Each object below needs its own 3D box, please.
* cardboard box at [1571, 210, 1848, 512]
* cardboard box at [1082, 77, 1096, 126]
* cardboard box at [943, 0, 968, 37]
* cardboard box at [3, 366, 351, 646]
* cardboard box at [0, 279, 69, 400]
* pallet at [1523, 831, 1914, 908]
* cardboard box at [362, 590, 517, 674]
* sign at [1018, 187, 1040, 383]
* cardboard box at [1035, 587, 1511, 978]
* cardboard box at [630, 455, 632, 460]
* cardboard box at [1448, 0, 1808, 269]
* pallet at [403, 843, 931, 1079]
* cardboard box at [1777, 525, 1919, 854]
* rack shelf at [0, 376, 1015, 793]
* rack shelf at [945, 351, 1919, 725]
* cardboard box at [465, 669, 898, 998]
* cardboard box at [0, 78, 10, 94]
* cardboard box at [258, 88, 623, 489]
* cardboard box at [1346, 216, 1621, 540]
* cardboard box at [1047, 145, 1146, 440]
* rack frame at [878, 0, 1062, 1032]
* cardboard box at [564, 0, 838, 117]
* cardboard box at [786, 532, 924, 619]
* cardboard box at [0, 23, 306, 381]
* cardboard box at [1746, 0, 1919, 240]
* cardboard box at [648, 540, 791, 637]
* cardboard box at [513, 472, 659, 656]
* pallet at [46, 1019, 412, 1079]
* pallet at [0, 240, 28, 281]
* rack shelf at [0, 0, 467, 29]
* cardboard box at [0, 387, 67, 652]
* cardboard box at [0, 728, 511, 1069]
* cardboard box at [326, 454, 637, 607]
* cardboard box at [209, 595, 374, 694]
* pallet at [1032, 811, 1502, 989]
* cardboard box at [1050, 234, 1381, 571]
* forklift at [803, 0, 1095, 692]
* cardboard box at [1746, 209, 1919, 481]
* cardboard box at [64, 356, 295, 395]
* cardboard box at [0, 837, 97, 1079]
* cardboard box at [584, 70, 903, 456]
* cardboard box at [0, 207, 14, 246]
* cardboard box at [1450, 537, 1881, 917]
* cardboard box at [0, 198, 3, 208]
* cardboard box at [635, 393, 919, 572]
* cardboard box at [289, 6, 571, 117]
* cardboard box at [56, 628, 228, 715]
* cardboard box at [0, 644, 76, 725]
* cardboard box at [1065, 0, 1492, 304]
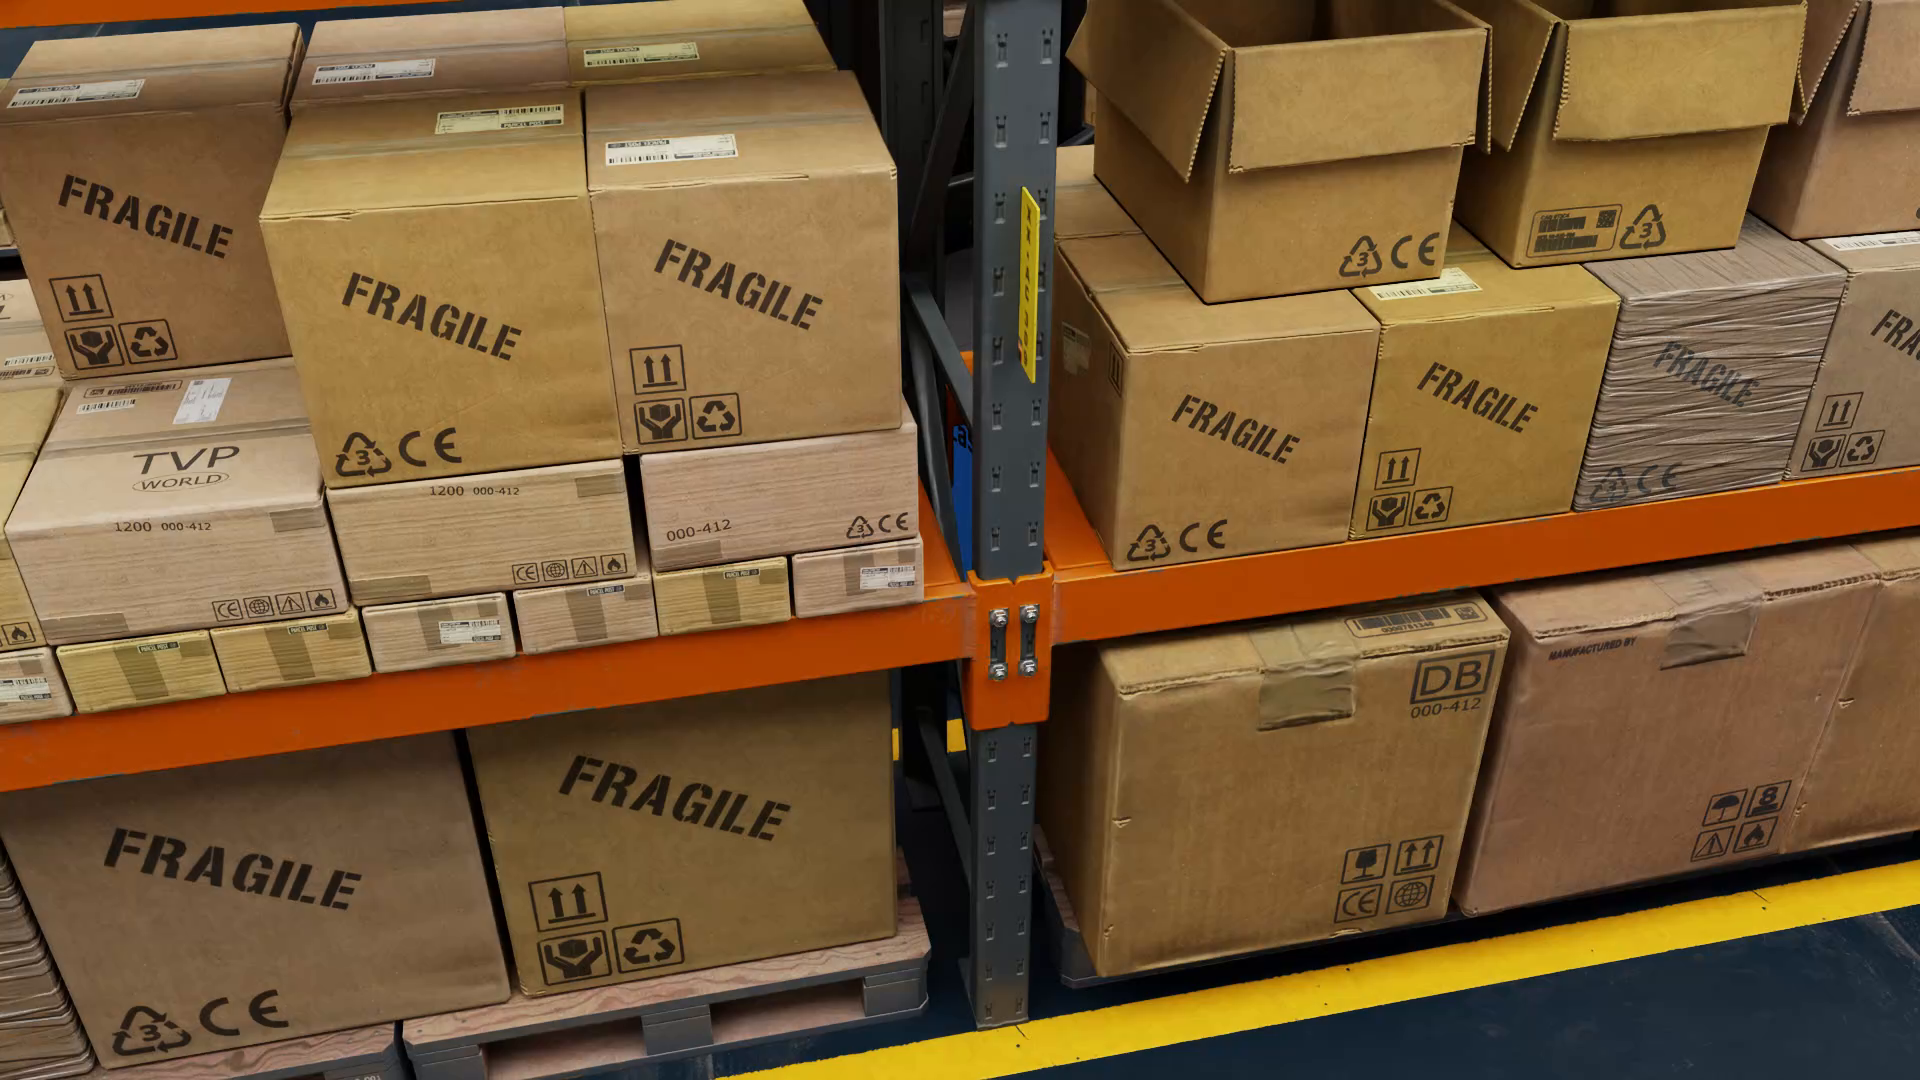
[{"bbox_3d":[1.476,-0.430,3.609,0.500,0.500,0.500,-8,35,-12],"label":"cardboard box"},{"bbox_3d":[0.801,-2.273,8.311,0.500,0.500,0.500,-7,34,-10],"label":"cardboard box"},{"bbox_3d":[-0.223,-2.447,7.898,0.500,0.250,0.500,-9,35,-13],"label":"cardboard box"},{"bbox_3d":[-1.381,-0.080,3.046,0.500,0.250,0.500,-7,34,-10],"label":"cardboard box"},{"bbox_3d":[-1.995,-0.308,3.385,0.500,0.250,0.500,-7,35,-10],"label":"cardboard box"},{"bbox_3d":[1.922,0.526,4.776,1.213,0.211,1.003,-7,35,-11],"label":"pallet"},{"bbox_3d":[-0.984,0.071,3.178,0.250,0.149,0.380,-7,34,-10],"label":"cardboard box"},{"bbox_3d":[0.118,-0.435,2.858,0.005,0.325,0.100,-7,35,-11],"label":"sign"},{"bbox_3d":[0.614,0.274,4.179,0.875,0.875,1.225,-7,35,-10],"label":"cardboard box"},{"bbox_3d":[-0.881,-0.319,3.759,0.250,0.149,0.380,-6,34,-9],"label":"cardboard box"},{"bbox_3d":[1.287,-0.963,3.503,0.637,0.503,0.797,-7,34,-10],"label":"cardboard box"},{"bbox_3d":[-0.765,0.865,4.272,1.213,0.211,1.003,-7,35,-11],"label":"pallet"},{"bbox_3d":[2.347,0.051,4.512,0.875,0.875,1.225,-7,35,-10],"label":"cardboard box"},{"bbox_3d":[-1.957,0.201,3.405,4.000,0.370,1.077,-7,35,-11],"label":"rack shelf"},{"bbox_3d":[1.945,-0.291,4.137,4.000,0.370,1.077,-7,35,-11],"label":"rack shelf"},{"bbox_3d":[-0.667,0.402,3.990,0.875,0.875,0.875,-7,35,-11],"label":"cardboard box"},{"bbox_3d":[-4.443,-2.001,7.687,0.250,0.149,0.380,-7,34,-10],"label":"cardboard box"},{"bbox_3d":[-0.885,-0.455,2.931,0.500,0.500,0.500,-7,34,-10],"label":"cardboard box"},{"bbox_3d":[0.988,-0.368,3.517,0.500,0.500,0.500,-7,35,-10],"label":"cardboard box"},{"bbox_3d":[0.390,-0.591,3.850,0.500,0.500,0.500,-7,35,-10],"label":"cardboard box"},{"bbox_3d":[-0.006,-0.344,3.571,0.127,3.000,1.000,-7,35,-11],"label":"rack frame"},{"bbox_3d":[-0.530,-0.797,3.440,0.500,0.500,0.500,-7,35,-11],"label":"cardboard box"},{"bbox_3d":[-0.231,-0.024,3.319,0.250,0.149,0.380,-7,34,-10],"label":"cardboard box"},{"bbox_3d":[-1.518,-0.674,3.257,0.500,0.500,0.500,-8,35,-12],"label":"cardboard box"},{"bbox_3d":[1.890,-1.048,3.630,0.637,0.503,0.797,-6,34,-9],"label":"cardboard box"},{"bbox_3d":[-0.483,0.008,3.272,0.250,0.149,0.380,-7,34,-10],"label":"cardboard box"},{"bbox_3d":[-0.733,0.039,3.225,0.250,0.149,0.380,-8,35,-11],"label":"cardboard box"},{"bbox_3d":[-1.957,1.017,4.045,1.213,0.211,1.003,-7,35,-11],"label":"pallet"},{"bbox_3d":[-4.029,-1.492,7.785,1.213,0.211,1.003,-7,35,-11],"label":"pallet"},{"bbox_3d":[-2.952,-2.508,7.440,4.000,0.370,1.077,-7,35,-11],"label":"rack shelf"},{"bbox_3d":[-1.876,-0.020,2.956,0.500,0.250,0.500,-8,35,-11],"label":"cardboard box"},{"bbox_3d":[-1.545,0.512,3.825,0.875,0.875,0.875,-7,35,-11],"label":"cardboard box"},{"bbox_3d":[-0.883,-0.143,3.139,0.500,0.250,0.500,-6,34,-9],"label":"cardboard box"},{"bbox_3d":[-1.235,0.103,3.131,0.250,0.149,0.380,-7,34,-10],"label":"cardboard box"},{"bbox_3d":[0.730,0.678,4.550,1.213,0.211,1.003,-7,35,-11],"label":"pallet"},{"bbox_3d":[0.498,-0.306,3.425,0.500,0.500,0.500,-7,35,-10],"label":"cardboard box"},{"bbox_3d":[-0.373,-1.497,5.350,1.130,2.935,3.031,-22,40,-30],"label":"forklift"},{"bbox_3d":[1.979,-0.496,3.708,0.500,0.500,0.500,-7,34,-10],"label":"cardboard box"},{"bbox_3d":[-1.512,-0.365,3.469,0.500,0.250,0.500,-6,34,-9],"label":"cardboard box"},{"bbox_3d":[-2.413,0.622,3.662,0.875,0.875,0.875,-7,35,-11],"label":"cardboard box"},{"bbox_3d":[-0.395,-0.515,3.020,0.500,0.500,0.500,-6,34,-9],"label":"cardboard box"},{"bbox_3d":[-4.322,-1.441,7.388,0.250,0.149,0.380,-7,34,-10],"label":"cardboard box"},{"bbox_3d":[1.485,0.164,4.343,0.875,0.875,1.225,-8,35,-12],"label":"cardboard box"},{"bbox_3d":[-4.335,-1.599,7.356,0.250,0.149,0.380,-6,34,-9],"label":"cardboard box"},{"bbox_3d":[-0.379,-0.208,3.236,0.500,0.250,0.500,-8,35,-11],"label":"cardboard box"},{"bbox_3d":[-1.012,-0.740,3.356,0.500,0.500,0.500,-7,35,-11],"label":"cardboard box"},{"bbox_3d":[-1.485,0.134,3.084,0.250,0.149,0.380,-8,35,-11],"label":"cardboard box"},{"bbox_3d":[-1.733,0.165,3.038,0.250,0.149,0.380,-7,34,-10],"label":"cardboard box"},{"bbox_3d":[0.615,-0.885,3.387,0.637,0.503,0.797,-8,35,-12],"label":"cardboard box"}]
